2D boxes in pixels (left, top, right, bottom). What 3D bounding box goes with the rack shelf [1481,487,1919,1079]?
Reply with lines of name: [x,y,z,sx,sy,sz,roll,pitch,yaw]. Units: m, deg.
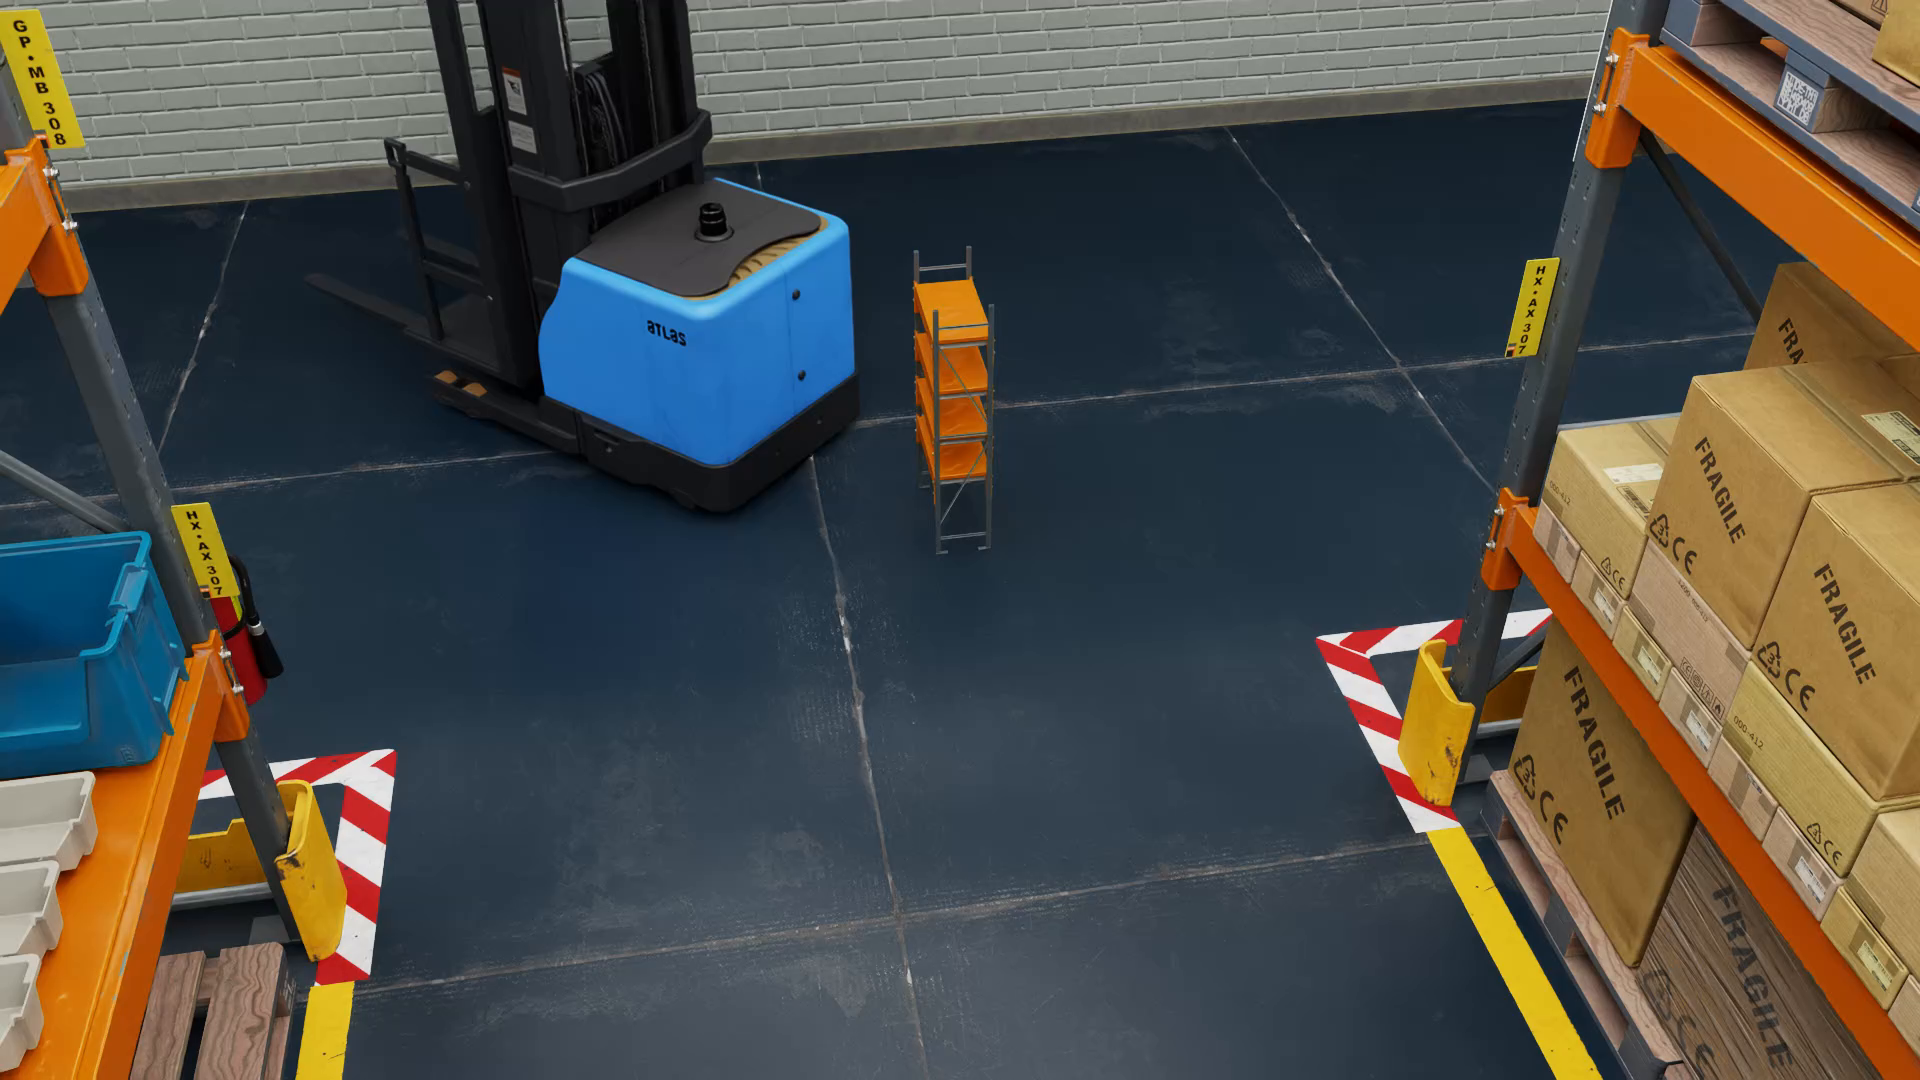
rack shelf: [2.589,1.125,3.943,1.077,0.370,4.000,-6,38,-8]

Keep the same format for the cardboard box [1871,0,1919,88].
cardboard box: [2.362,-1.135,3.316,0.700,0.500,0.500,-8,38,-10]

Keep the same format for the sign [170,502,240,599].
sign: [-2.100,0.032,4.630,0.100,0.325,0.005,-6,38,-8]

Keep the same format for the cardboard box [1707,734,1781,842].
cardboard box: [2.157,0.603,4.234,0.380,0.149,0.250,-7,38,-9]

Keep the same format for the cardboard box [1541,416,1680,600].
cardboard box: [2.056,-0.106,4.822,0.500,0.250,0.500,-7,38,-9]

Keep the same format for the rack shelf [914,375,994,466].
rack shelf: [-0.029,-0.521,7.052,0.258,0.148,0.480,-6,38,-8]

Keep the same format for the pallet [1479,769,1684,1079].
pallet: [2.455,1.209,5.522,1.003,0.211,1.213,-6,38,-8]

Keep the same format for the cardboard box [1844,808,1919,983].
cardboard box: [2.335,0.826,3.622,0.500,0.250,0.500,-7,38,-9]

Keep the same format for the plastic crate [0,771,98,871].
plastic crate: [-2.317,0.719,4.045,0.396,0.136,0.243,-6,38,-8]

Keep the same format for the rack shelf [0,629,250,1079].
rack shelf: [-2.288,1.658,3.257,1.077,0.370,4.000,-6,38,-8]

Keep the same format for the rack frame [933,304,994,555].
rack frame: [0.014,-0.426,6.821,0.240,1.200,0.015,-6,38,-8]

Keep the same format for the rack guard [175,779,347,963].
rack guard: [-2.655,1.140,5.375,1.175,0.500,0.348,-6,38,-8]

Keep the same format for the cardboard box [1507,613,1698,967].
cardboard box: [2.429,0.684,5.314,0.875,0.875,0.875,-6,38,-8]

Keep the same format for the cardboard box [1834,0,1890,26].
cardboard box: [2.382,-1.488,3.770,0.700,0.500,0.500,-8,39,-11]

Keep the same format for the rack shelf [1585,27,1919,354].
rack shelf: [2.589,-0.059,3.023,1.077,0.370,4.000,-6,38,-8]

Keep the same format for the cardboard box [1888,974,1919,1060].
cardboard box: [2.294,1.069,3.633,0.380,0.149,0.250,-6,38,-7]

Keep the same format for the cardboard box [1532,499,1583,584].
cardboard box: [1.975,-0.018,5.033,0.380,0.149,0.250,-6,38,-7]

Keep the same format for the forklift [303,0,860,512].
forklift: [-1.979,-1.988,7.420,3.031,2.935,1.130,23,43,26]

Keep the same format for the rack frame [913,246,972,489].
rack frame: [-0.072,-0.721,7.200,0.240,1.200,0.015,-6,38,-8]

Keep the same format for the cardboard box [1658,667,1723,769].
cardboard box: [2.114,0.449,4.432,0.380,0.149,0.250,-7,38,-9]

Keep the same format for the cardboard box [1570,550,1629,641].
cardboard box: [2.022,0.137,4.833,0.380,0.149,0.250,-7,38,-9]

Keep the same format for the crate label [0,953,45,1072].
crate label: [-2.208,1.061,3.605,0.396,0.136,0.243,-6,38,-8]

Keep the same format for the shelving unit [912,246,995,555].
shelving unit: [-0.029,-0.574,7.011,0.258,1.200,0.503,-6,38,-8]

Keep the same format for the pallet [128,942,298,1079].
pallet: [-2.532,1.769,4.801,1.003,0.211,1.213,-6,38,-8]

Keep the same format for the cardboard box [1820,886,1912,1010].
cardboard box: [2.246,0.911,3.837,0.380,0.149,0.250,-7,38,-9]

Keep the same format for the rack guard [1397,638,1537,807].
rack guard: [2.234,0.606,6.063,1.175,0.500,0.348,-6,38,-8]

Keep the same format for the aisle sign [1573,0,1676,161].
aisle sign: [1.930,-1.405,4.494,0.394,0.787,0.004,-6,38,-8]

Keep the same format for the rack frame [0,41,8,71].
rack frame: [-2.638,-2.203,2.751,1.000,3.000,0.127,-6,38,-8]

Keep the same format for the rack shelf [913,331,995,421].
rack shelf: [-0.029,-0.697,6.915,0.258,0.148,0.480,-6,38,-8]

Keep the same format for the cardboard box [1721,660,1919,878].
cardboard box: [2.239,0.511,4.027,0.500,0.250,0.500,-7,38,-9]

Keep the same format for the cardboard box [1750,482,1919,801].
cardboard box: [2.241,0.212,3.801,0.500,0.500,0.500,-7,38,-9]

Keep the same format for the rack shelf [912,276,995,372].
rack shelf: [-0.029,-0.884,6.770,0.258,0.148,0.480,-6,38,-8]

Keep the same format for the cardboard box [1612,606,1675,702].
cardboard box: [2.067,0.292,4.634,0.380,0.149,0.250,-7,38,-9]

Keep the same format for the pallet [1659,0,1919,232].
pallet: [2.378,-1.070,3.809,1.003,0.211,1.213,-6,38,-8]

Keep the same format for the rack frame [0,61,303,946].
rack frame: [-2.638,0.166,4.592,1.000,3.000,0.127,-6,38,-8]

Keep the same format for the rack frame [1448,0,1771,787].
rack frame: [2.238,-0.367,5.277,1.000,3.000,0.127,-6,38,-8]

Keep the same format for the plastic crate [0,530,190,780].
plastic crate: [-2.396,0.310,4.328,0.616,0.435,0.499,-6,38,-8]

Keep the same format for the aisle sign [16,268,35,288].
aisle sign: [-2.362,-0.936,3.891,0.394,0.787,0.004,-6,38,-8]

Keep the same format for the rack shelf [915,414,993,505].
rack shelf: [-0.029,-0.364,7.174,0.258,0.148,0.480,-6,38,-8]

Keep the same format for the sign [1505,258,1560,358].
sign: [1.691,-0.684,4.915,0.100,0.325,0.005,-6,38,-8]

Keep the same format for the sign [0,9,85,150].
sign: [-2.100,-1.046,3.792,0.100,0.325,0.005,-6,38,-8]

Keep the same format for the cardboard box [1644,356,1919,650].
cardboard box: [2.144,-0.100,4.203,0.500,0.500,0.500,-7,38,-9]

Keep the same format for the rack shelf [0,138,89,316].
rack shelf: [-2.288,0.473,2.337,1.077,0.370,4.000,-6,38,-8]

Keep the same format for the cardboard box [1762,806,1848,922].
cardboard box: [2.203,0.759,4.033,0.380,0.149,0.250,-7,38,-8]

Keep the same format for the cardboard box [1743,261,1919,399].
cardboard box: [2.582,-0.455,4.660,0.500,0.500,0.500,-6,38,-7]

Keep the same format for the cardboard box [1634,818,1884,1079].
cardboard box: [2.589,1.234,4.606,0.875,0.875,0.875,-6,38,-8]

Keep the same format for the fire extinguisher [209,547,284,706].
fire extinguisher: [-2.217,0.204,4.910,0.296,0.674,0.183,-6,38,-8]

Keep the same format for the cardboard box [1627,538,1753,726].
cardboard box: [2.154,0.207,4.418,0.500,0.250,0.500,-7,38,-9]

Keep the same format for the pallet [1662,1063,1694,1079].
pallet: [2.666,1.944,4.576,1.003,0.211,1.213,-6,38,-8]

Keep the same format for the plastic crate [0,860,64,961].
plastic crate: [-2.280,0.896,3.818,0.396,0.136,0.243,-6,38,-8]
